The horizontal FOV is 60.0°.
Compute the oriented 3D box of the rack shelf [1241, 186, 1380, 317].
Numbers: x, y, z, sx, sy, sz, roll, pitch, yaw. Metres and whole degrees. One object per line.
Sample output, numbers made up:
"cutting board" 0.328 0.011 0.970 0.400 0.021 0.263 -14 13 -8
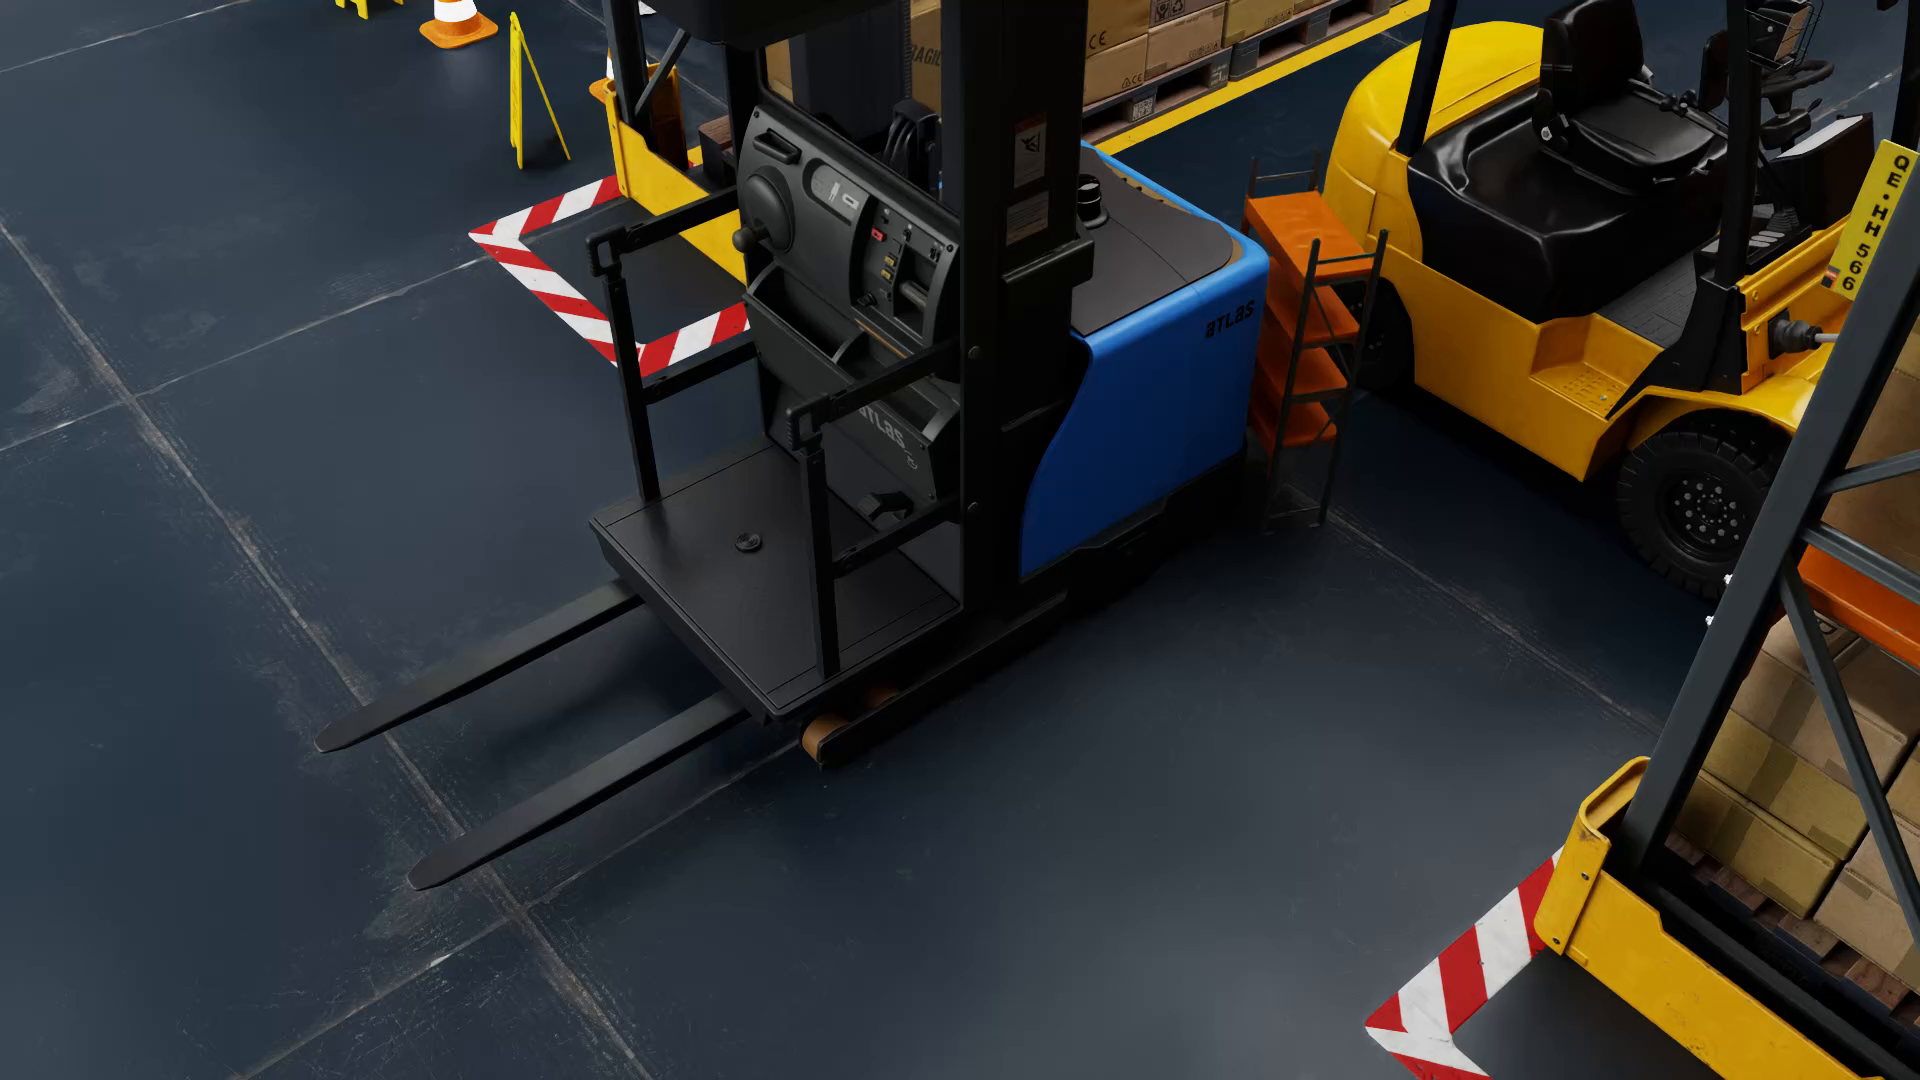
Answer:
"rack shelf" 1.104 -0.921 5.278 0.258 0.148 0.480 -9 44 -11

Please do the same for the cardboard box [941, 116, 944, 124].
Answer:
"cardboard box" -0.303 -1.768 7.143 0.500 0.250 0.500 -30 51 -28

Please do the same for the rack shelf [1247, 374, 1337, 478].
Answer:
"rack shelf" 1.095 -0.439 5.727 0.258 0.148 0.480 -9 44 -11

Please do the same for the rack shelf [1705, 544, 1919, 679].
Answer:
"rack shelf" 3.622 -0.419 4.531 4.000 0.370 1.077 -30 51 -28

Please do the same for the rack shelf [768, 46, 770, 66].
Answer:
"rack shelf" 0.435 -3.024 7.304 4.000 0.370 1.077 -30 51 -28

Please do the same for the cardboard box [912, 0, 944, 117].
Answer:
"cardboard box" -0.285 -2.052 6.898 0.500 0.500 0.500 -32 52 -29

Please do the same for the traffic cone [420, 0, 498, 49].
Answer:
"traffic cone" -2.570 -2.783 8.375 0.334 0.463 0.336 -30 51 -28

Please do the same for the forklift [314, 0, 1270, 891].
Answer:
"forklift" -0.485 -0.800 4.461 3.031 2.935 1.130 -29 50 -27

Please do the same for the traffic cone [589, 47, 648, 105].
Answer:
"traffic cone" -1.597 -2.349 7.914 0.334 0.463 0.336 -30 51 -28

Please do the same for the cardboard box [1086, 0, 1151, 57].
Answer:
"cardboard box" 0.503 -2.500 7.375 0.500 0.500 0.500 -29 50 -27

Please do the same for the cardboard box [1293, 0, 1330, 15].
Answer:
"cardboard box" 1.688 -2.915 8.364 0.500 0.250 0.500 -28 50 -26

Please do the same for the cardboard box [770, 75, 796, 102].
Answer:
"cardboard box" -0.633 -2.065 7.460 0.500 0.250 0.500 -30 51 -28

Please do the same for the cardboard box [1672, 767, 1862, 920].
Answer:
"cardboard box" 2.246 0.674 4.543 0.500 0.250 0.500 -29 51 -28

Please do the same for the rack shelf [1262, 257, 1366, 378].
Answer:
"rack shelf" 1.100 -0.748 5.439 0.258 0.148 0.480 -9 44 -11

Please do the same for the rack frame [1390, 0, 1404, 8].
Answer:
"rack frame" 1.969 -4.165 7.993 0.127 3.000 1.000 -30 51 -28

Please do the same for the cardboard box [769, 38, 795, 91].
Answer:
"cardboard box" -0.652 -2.321 7.184 0.500 0.500 0.500 -29 51 -28

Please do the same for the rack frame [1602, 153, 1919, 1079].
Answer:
"rack frame" 2.088 0.197 3.349 0.127 3.000 1.000 -30 51 -28

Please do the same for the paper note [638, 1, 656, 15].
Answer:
"paper note" -1.651 -2.786 8.694 0.148 0.019 0.142 22 47 21

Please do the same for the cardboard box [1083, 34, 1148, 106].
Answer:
"cardboard box" 0.504 -2.234 7.640 0.500 0.250 0.500 -26 49 -25

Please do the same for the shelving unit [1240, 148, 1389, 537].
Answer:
"shelving unit" 1.098 -0.634 5.546 0.258 1.200 0.503 -9 44 -11

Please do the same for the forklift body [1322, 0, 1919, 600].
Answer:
"forklift body" 2.372 -1.284 5.547 1.214 2.155 2.313 -30 51 -28

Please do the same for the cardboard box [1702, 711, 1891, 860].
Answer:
"cardboard box" 2.261 0.486 4.378 0.500 0.250 0.500 -30 51 -28

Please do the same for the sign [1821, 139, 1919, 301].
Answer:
"sign" 1.751 -0.602 3.182 0.005 0.325 0.100 -30 51 -28

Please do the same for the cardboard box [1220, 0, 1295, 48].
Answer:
"cardboard box" 1.286 -2.676 8.109 0.500 0.250 0.500 -31 51 -29

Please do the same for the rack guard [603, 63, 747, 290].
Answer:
"rack guard" -1.041 -1.530 7.014 0.348 0.500 1.175 -30 51 -28

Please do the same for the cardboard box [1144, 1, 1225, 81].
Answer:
"cardboard box" 0.893 -2.455 7.874 0.500 0.250 0.500 -29 50 -27

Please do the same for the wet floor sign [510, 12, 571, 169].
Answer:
"wet floor sign" -1.931 -2.028 7.438 0.232 0.644 0.267 -14 45 -14

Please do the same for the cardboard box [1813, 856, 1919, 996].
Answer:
"cardboard box" 2.591 0.933 4.267 0.500 0.250 0.500 -30 51 -28

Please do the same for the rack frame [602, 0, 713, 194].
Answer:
"rack frame" -1.099 -2.408 6.123 0.127 3.000 1.000 -30 51 -28

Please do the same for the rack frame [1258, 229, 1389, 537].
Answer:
"rack frame" 1.159 -0.472 5.373 0.240 1.200 0.015 -9 44 -11

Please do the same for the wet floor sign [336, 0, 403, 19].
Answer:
"wet floor sign" -3.104 -3.052 8.528 0.267 0.644 0.232 30 51 28

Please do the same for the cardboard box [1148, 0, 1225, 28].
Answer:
"cardboard box" 0.908 -2.739 7.629 0.500 0.500 0.500 -27 50 -26

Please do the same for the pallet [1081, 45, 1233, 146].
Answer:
"pallet" 0.540 -2.296 8.041 1.213 0.211 1.003 -30 51 -28

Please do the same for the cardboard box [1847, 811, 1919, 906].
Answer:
"cardboard box" 2.582 0.767 4.079 0.500 0.250 0.500 -29 50 -27

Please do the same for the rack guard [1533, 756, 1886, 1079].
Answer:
"rack guard" 2.070 1.119 4.194 0.348 0.500 1.175 -30 51 -28

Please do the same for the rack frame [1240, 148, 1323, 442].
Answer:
"rack frame" 1.037 -0.796 5.718 0.240 1.200 0.015 -9 44 -11

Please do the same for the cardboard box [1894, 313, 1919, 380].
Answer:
"cardboard box" 2.175 -0.375 3.412 0.250 0.149 0.380 -29 50 -27

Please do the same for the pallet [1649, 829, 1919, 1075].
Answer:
"pallet" 2.648 0.856 4.685 1.213 0.211 1.003 -30 51 -28

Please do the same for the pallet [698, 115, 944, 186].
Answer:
"pallet" -0.395 -1.763 7.473 1.213 0.211 1.003 -30 51 -28

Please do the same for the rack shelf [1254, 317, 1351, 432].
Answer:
"rack shelf" 1.097 -0.585 5.591 0.258 0.148 0.480 -9 44 -11

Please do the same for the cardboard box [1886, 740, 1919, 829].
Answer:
"cardboard box" 2.578 0.570 3.923 0.500 0.250 0.500 -31 51 -28

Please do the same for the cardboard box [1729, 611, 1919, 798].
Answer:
"cardboard box" 2.241 0.316 4.194 0.500 0.250 0.500 -28 50 -27

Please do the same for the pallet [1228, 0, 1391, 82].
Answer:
"pallet" 1.477 -2.835 8.614 1.213 0.211 1.003 -30 51 -28

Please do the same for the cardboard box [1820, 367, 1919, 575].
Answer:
"cardboard box" 2.297 -0.193 3.692 0.500 0.500 0.500 -31 51 -29
